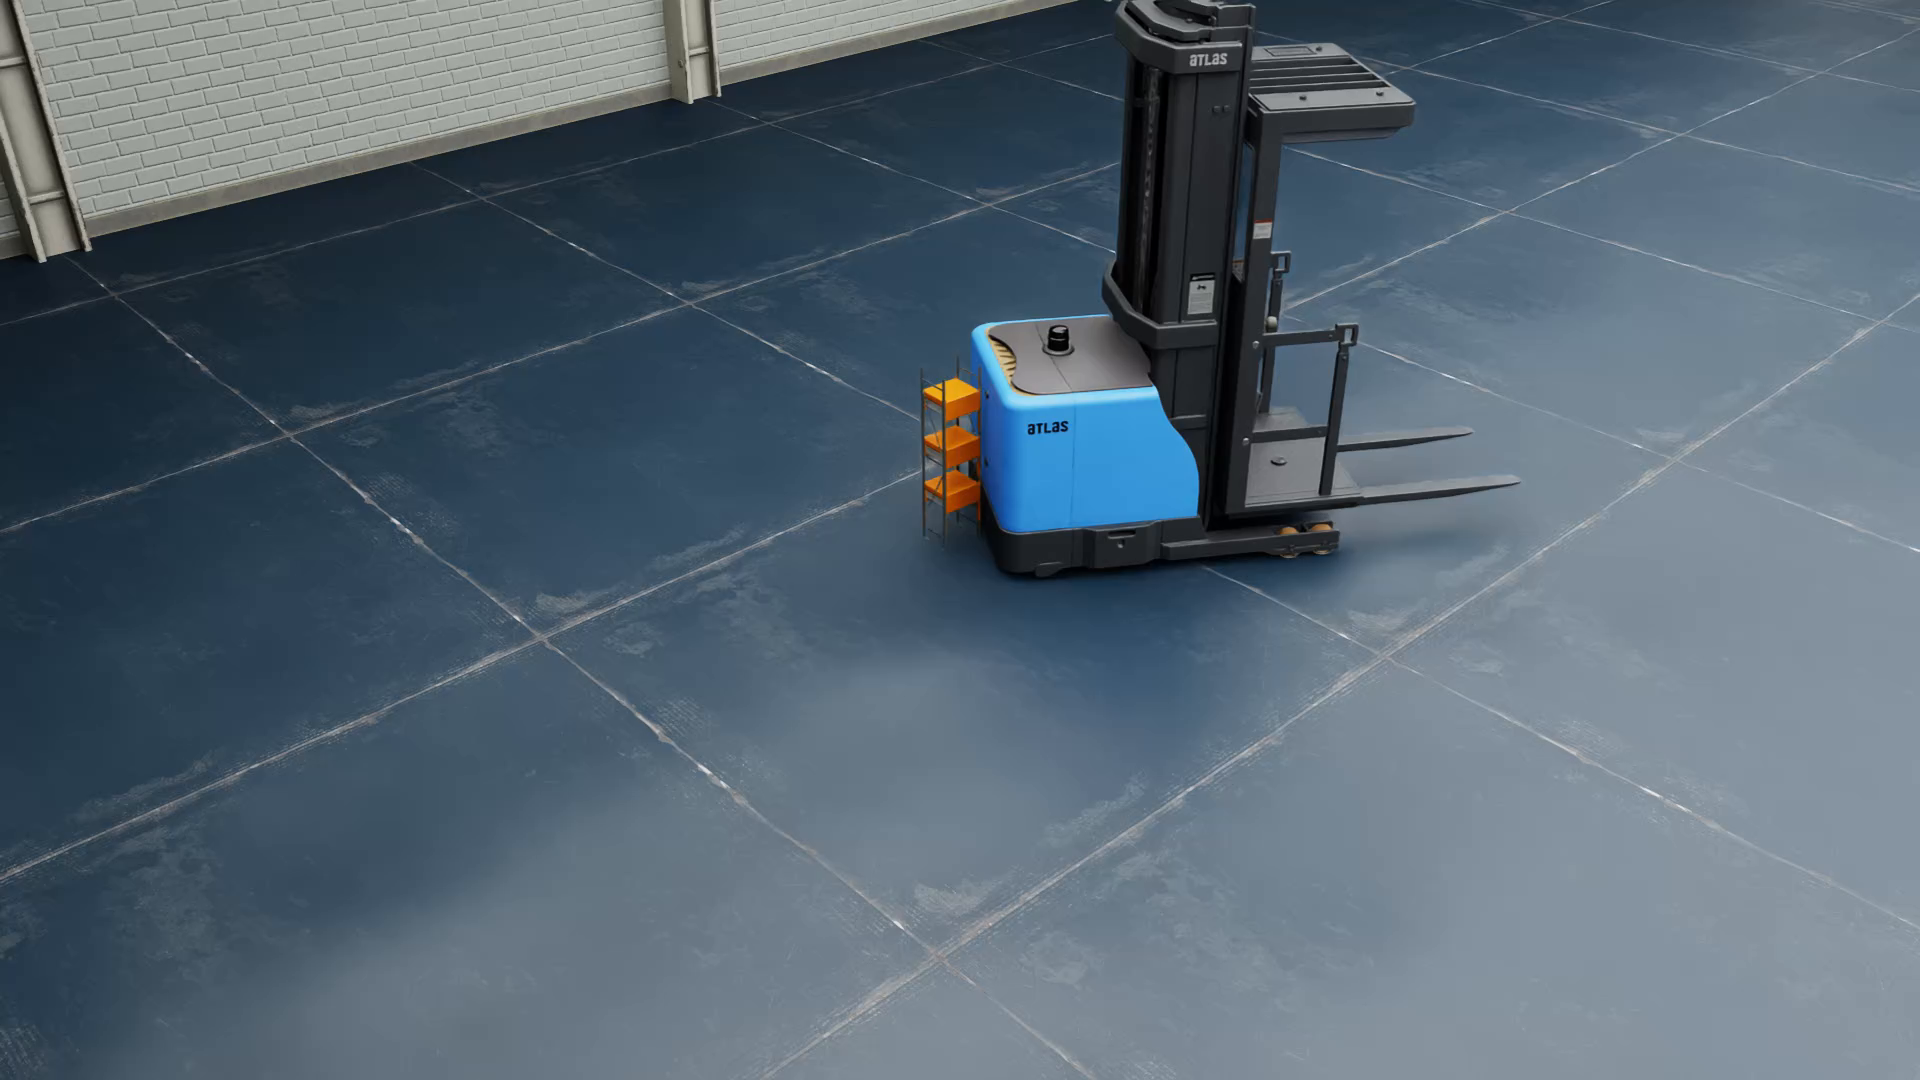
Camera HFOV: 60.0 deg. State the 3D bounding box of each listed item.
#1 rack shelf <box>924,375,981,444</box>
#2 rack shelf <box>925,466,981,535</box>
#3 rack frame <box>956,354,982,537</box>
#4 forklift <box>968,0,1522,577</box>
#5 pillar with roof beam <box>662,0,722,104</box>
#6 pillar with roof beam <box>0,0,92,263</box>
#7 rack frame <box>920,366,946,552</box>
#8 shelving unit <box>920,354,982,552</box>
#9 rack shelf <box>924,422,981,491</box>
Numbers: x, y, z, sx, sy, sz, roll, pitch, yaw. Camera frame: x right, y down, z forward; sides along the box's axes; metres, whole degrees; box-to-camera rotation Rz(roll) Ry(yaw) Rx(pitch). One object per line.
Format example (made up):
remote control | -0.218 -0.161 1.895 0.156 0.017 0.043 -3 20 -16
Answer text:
rack shelf | -0.047 -0.697 8.859 0.240 0.259 0.215 -23 38 -33
rack shelf | -0.047 -0.217 9.152 0.240 0.259 0.215 -23 38 -33
rack frame | 0.047 -0.504 9.068 0.008 1.050 0.200 -23 38 -33
forklift | 1.616 -1.418 8.759 3.031 2.935 1.130 -6 32 -9
pillar with roof beam | 0.325 -6.568 11.366 0.400 9.000 9.100 -26 40 -35
pillar with roof beam | -4.075 -4.440 7.885 0.400 9.000 9.100 -26 40 -35
rack frame | -0.141 -0.423 8.936 0.008 1.050 0.200 -23 38 -33
shelving unit | -0.047 -0.464 9.002 0.252 1.050 0.215 -23 38 -33
rack shelf | -0.047 -0.454 9.007 0.240 0.259 0.215 -23 38 -33
